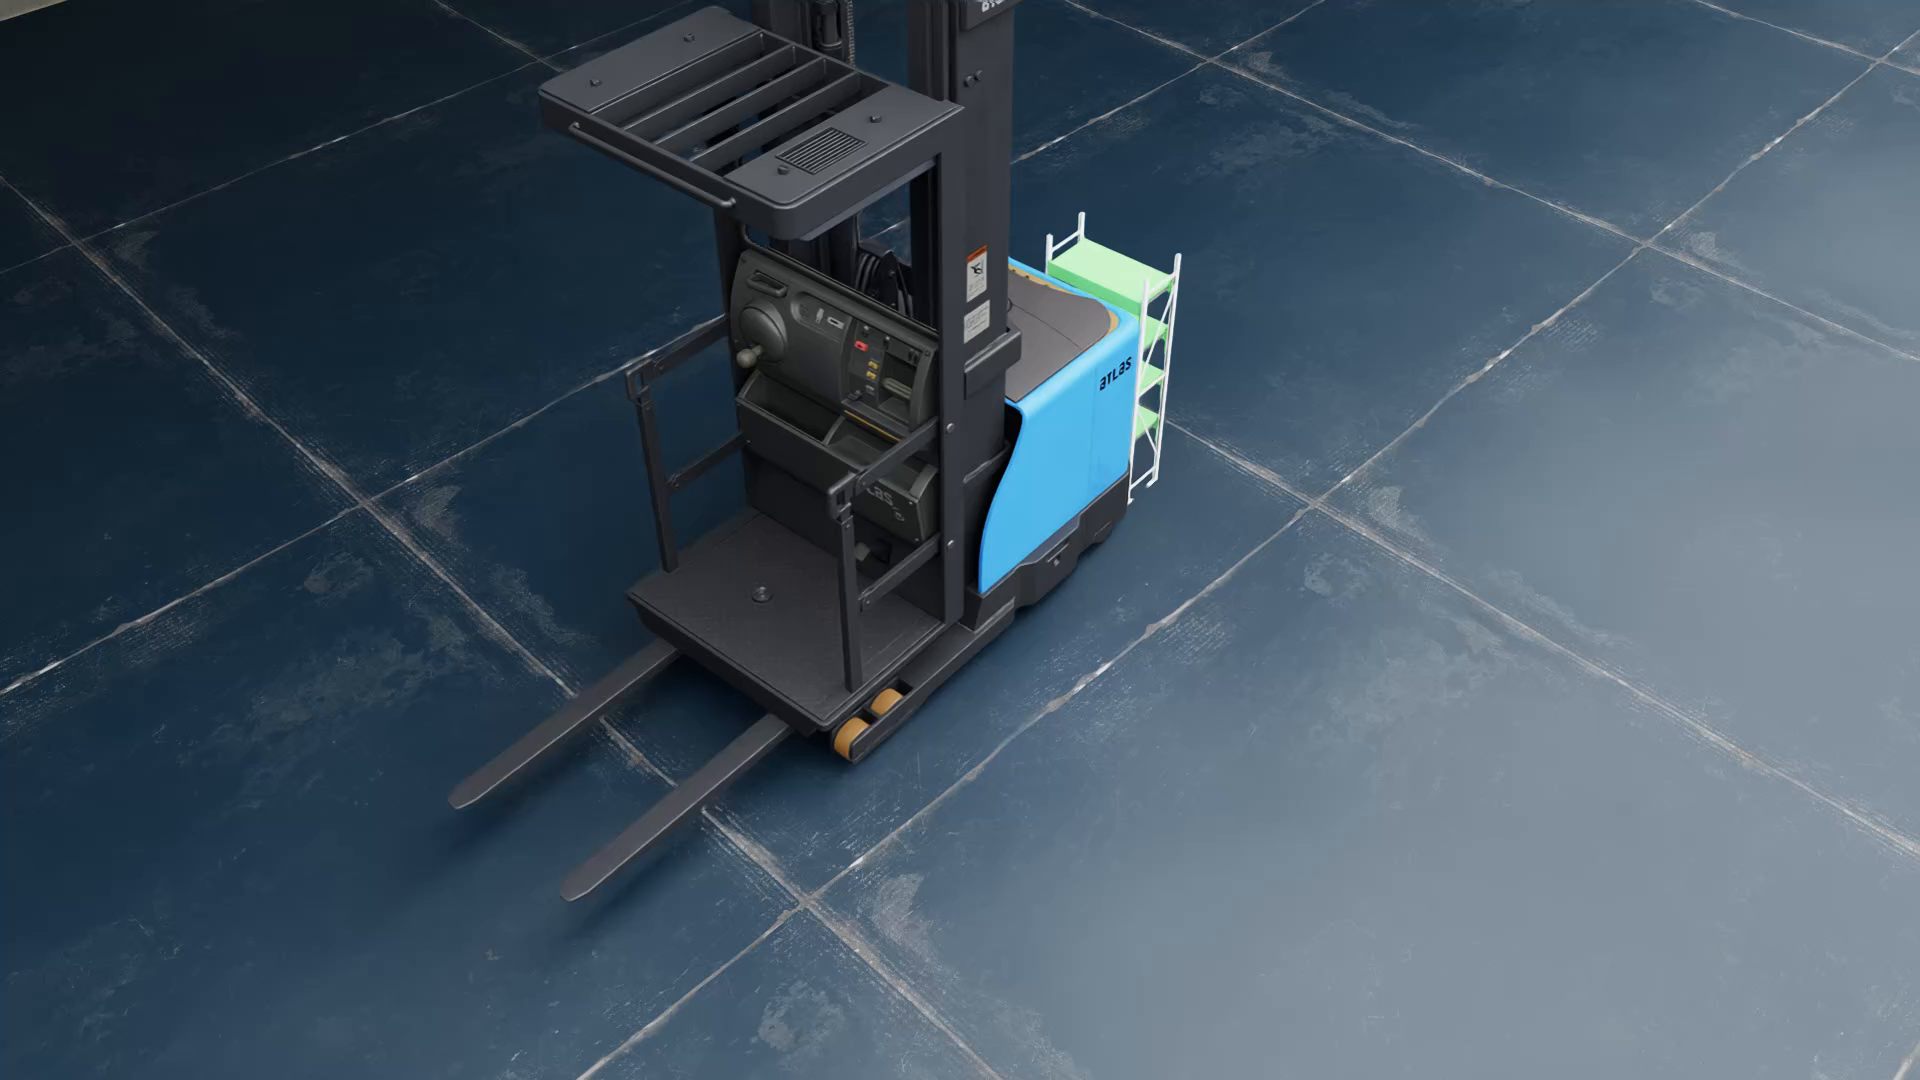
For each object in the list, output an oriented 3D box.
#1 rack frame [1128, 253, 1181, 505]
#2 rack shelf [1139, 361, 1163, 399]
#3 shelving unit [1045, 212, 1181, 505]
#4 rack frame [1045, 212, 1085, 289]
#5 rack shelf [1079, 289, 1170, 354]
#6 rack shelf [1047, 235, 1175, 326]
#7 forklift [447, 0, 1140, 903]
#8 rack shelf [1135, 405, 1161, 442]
[{"bbox_3d":[0.813,-0.656,7.075,0.015,1.200,0.240,30,50,28],"label":"rack frame"},{"bbox_3d":[0.626,-0.715,7.234,0.480,0.148,0.258,30,50,28],"label":"rack shelf"},{"bbox_3d":[0.626,-0.762,7.191,0.503,1.200,0.258,30,50,28],"label":"shelving unit"},{"bbox_3d":[0.440,-0.869,7.306,0.015,1.200,0.240,30,50,28],"label":"rack frame"},{"bbox_3d":[0.626,-0.892,7.071,0.480,0.148,0.258,30,50,28],"label":"rack shelf"},{"bbox_3d":[0.626,-1.068,6.909,0.480,0.148,0.258,30,50,28],"label":"rack shelf"},{"bbox_3d":[-0.598,-0.622,5.764,1.130,2.935,3.031,30,50,28],"label":"forklift"},{"bbox_3d":[0.626,-0.539,7.397,0.480,0.148,0.258,30,50,28],"label":"rack shelf"}]
